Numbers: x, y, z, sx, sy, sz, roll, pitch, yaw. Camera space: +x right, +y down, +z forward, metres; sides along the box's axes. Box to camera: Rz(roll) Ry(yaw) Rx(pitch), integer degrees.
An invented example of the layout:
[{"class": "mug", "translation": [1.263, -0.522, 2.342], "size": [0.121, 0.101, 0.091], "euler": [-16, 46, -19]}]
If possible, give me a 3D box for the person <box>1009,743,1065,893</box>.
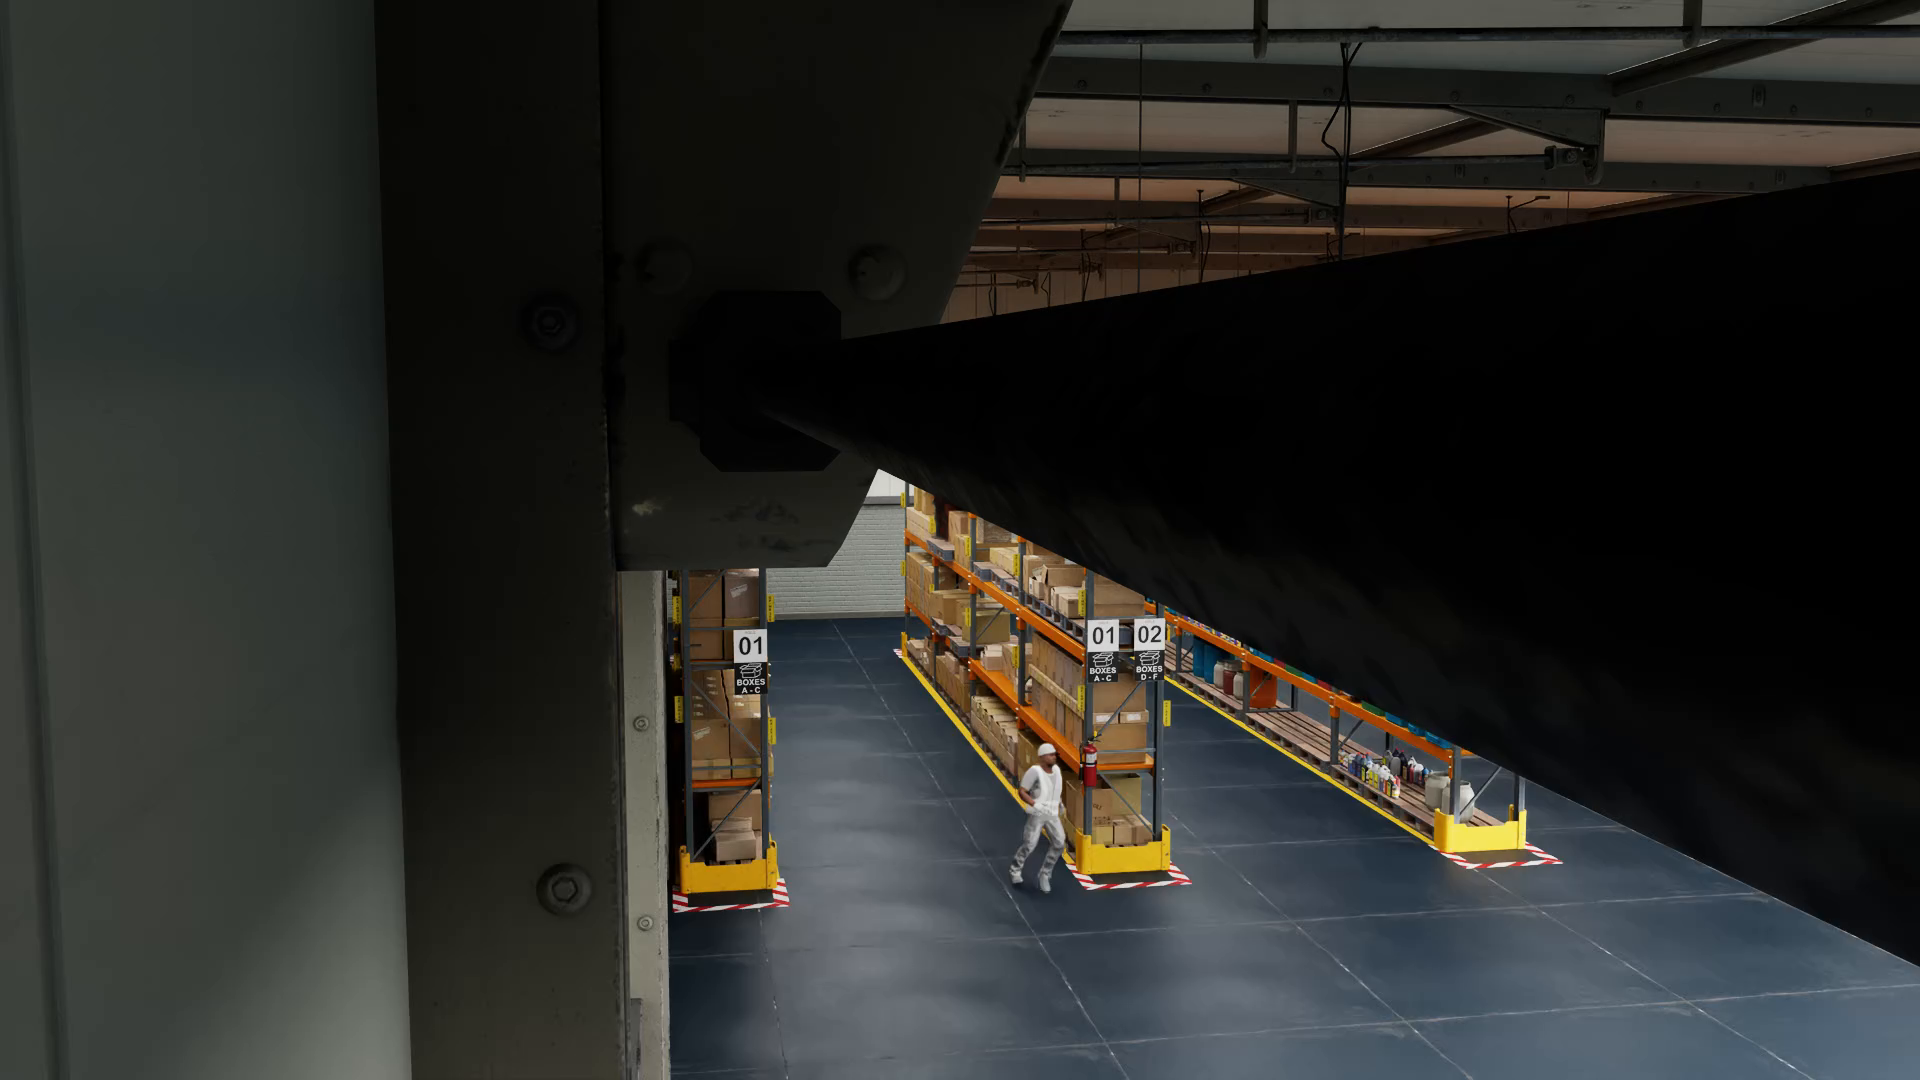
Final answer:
[{"class": "person", "translation": [1.022, 3.367, 20.295], "size": [0.745, 1.790, 0.674], "euler": [-4, 7, -35]}]
